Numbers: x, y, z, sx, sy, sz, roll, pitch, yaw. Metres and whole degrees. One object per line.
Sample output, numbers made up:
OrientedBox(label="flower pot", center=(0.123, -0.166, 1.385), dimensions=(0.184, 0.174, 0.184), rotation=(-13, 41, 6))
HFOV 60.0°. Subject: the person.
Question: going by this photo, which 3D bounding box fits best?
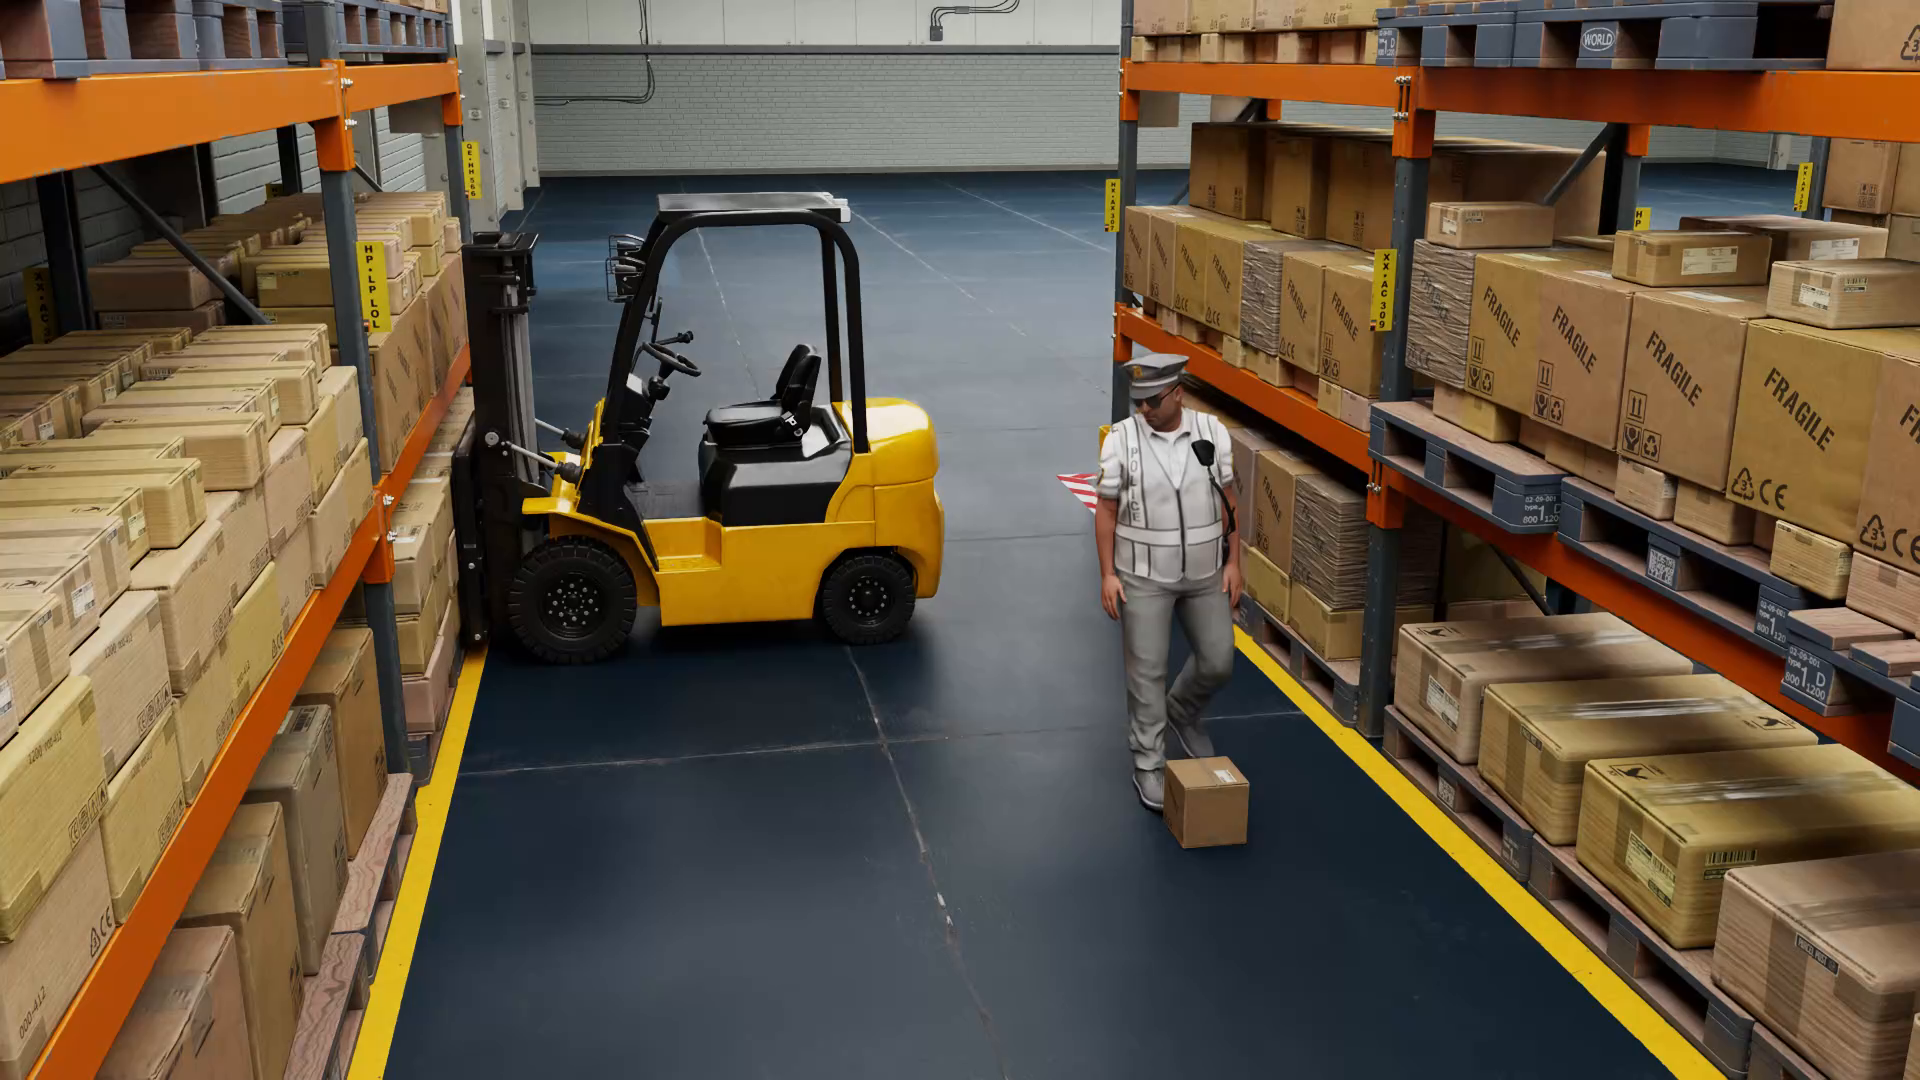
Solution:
OrientedBox(label="person", center=(0.826, 0.142, 6.544), dimensions=(0.572, 1.763, 0.661), rotation=(-3, 17, -11))
